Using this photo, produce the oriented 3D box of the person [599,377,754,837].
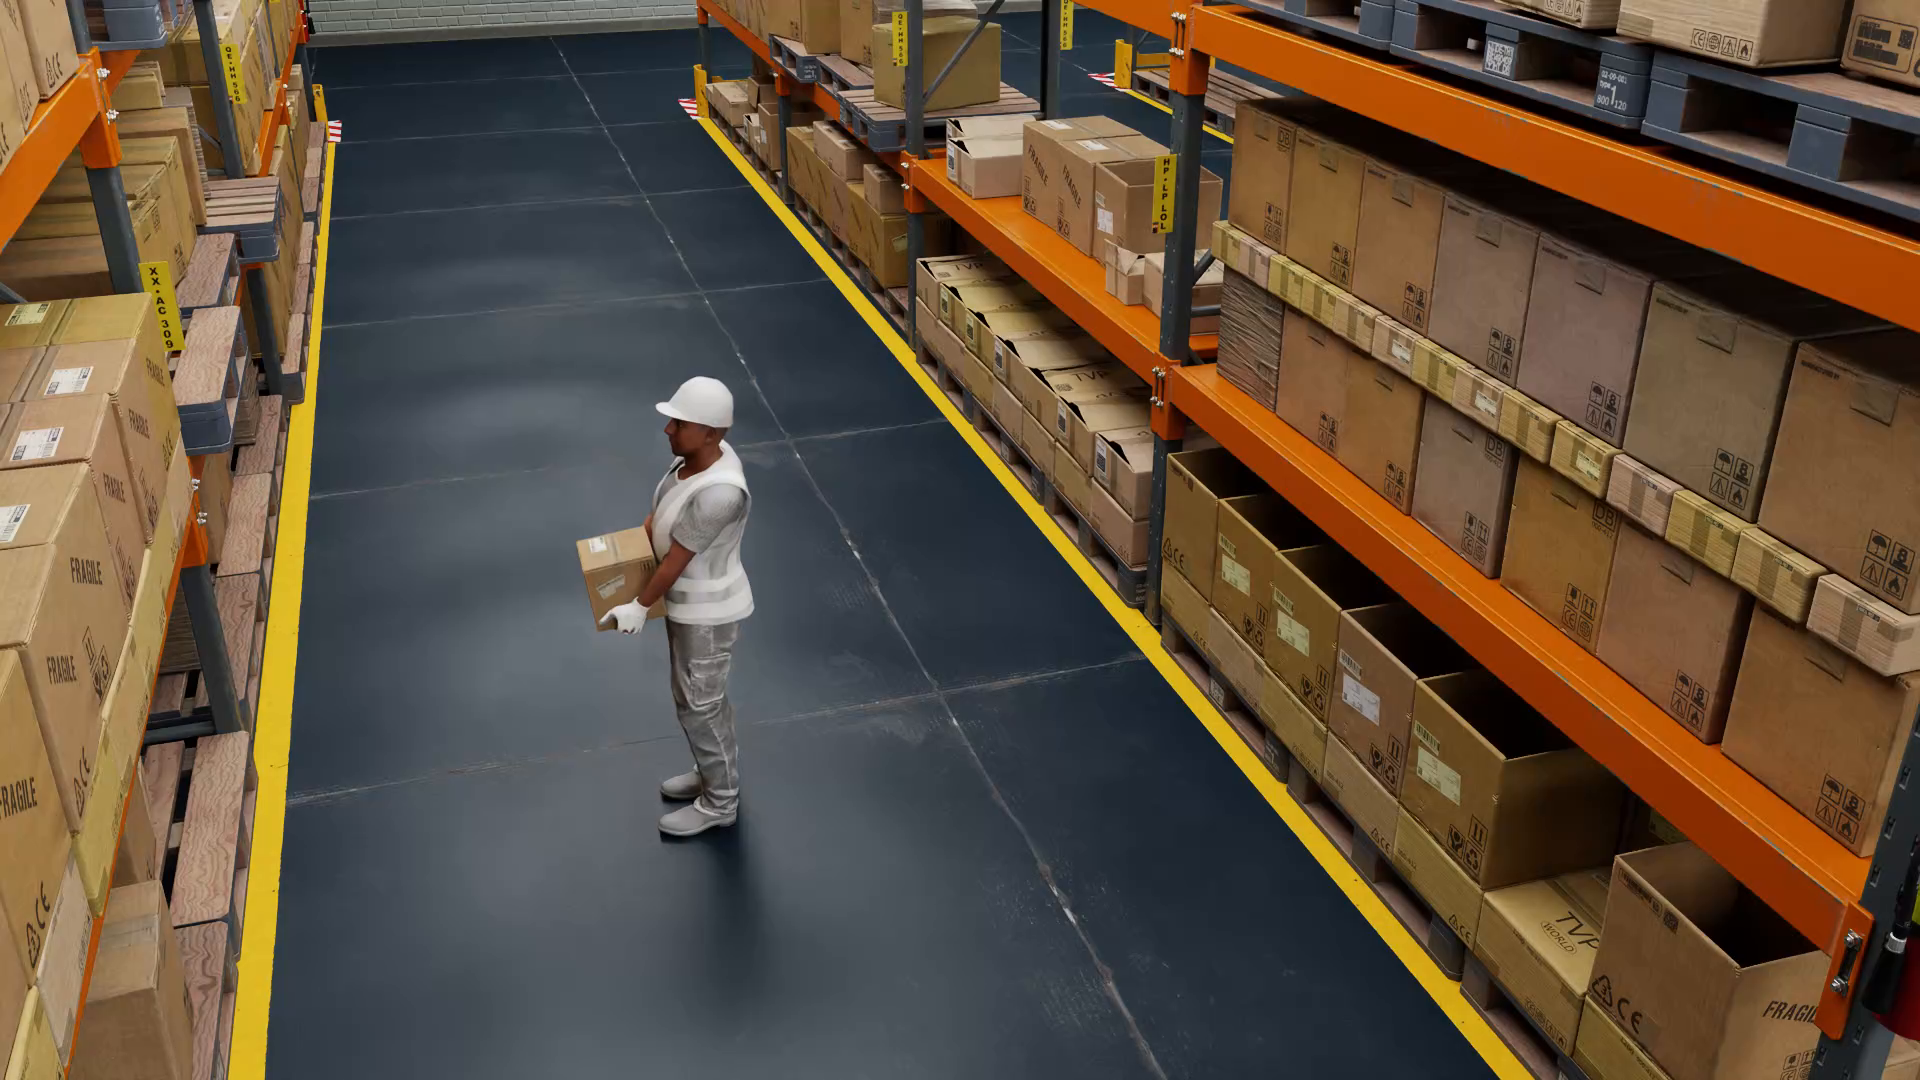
[{"bbox_3d":[-1.035,0.260,6.064,0.571,1.779,0.488,-8,27,-15],"label":"person"}]
